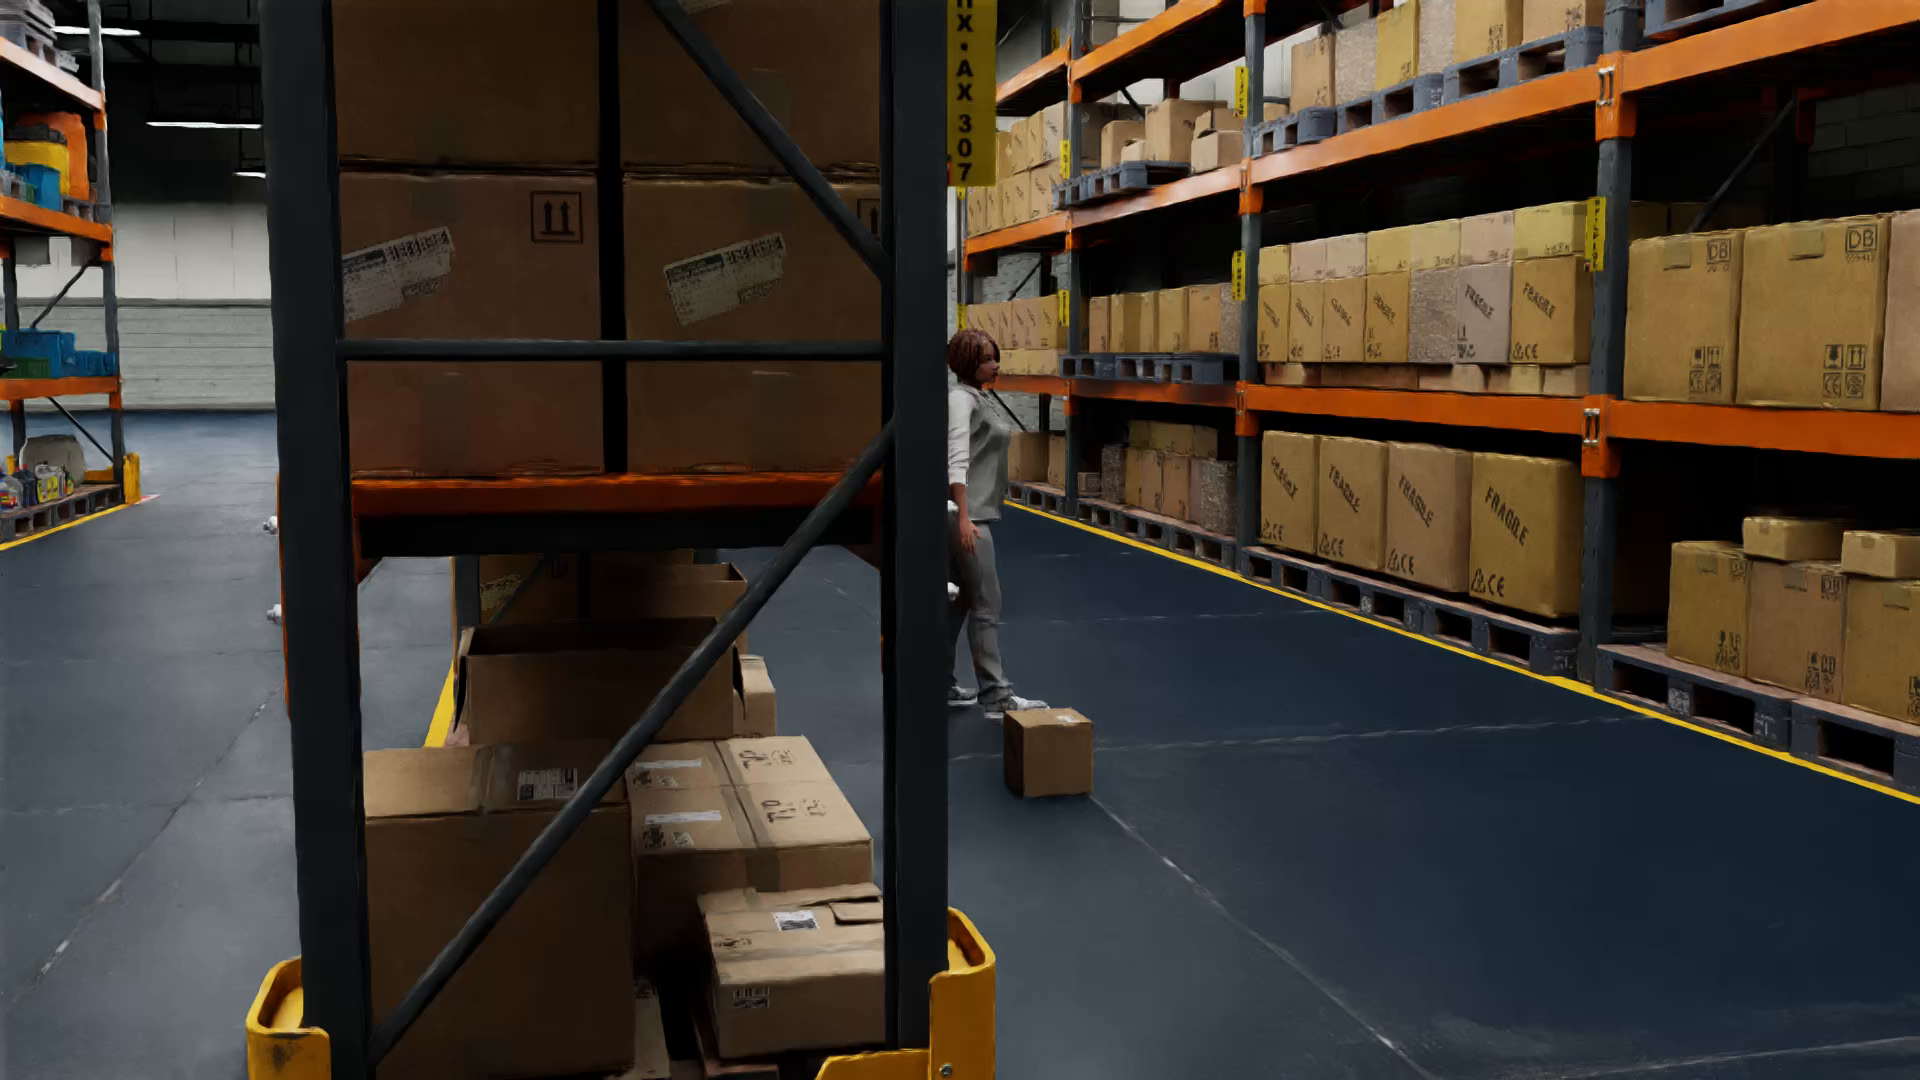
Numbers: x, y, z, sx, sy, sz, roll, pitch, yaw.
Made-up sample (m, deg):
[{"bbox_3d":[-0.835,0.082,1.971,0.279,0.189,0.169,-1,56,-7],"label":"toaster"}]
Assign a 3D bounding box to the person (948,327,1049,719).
[{"bbox_3d":[0.098,-0.065,6.776,0.561,1.593,0.601,1,6,7],"label":"person"}]
